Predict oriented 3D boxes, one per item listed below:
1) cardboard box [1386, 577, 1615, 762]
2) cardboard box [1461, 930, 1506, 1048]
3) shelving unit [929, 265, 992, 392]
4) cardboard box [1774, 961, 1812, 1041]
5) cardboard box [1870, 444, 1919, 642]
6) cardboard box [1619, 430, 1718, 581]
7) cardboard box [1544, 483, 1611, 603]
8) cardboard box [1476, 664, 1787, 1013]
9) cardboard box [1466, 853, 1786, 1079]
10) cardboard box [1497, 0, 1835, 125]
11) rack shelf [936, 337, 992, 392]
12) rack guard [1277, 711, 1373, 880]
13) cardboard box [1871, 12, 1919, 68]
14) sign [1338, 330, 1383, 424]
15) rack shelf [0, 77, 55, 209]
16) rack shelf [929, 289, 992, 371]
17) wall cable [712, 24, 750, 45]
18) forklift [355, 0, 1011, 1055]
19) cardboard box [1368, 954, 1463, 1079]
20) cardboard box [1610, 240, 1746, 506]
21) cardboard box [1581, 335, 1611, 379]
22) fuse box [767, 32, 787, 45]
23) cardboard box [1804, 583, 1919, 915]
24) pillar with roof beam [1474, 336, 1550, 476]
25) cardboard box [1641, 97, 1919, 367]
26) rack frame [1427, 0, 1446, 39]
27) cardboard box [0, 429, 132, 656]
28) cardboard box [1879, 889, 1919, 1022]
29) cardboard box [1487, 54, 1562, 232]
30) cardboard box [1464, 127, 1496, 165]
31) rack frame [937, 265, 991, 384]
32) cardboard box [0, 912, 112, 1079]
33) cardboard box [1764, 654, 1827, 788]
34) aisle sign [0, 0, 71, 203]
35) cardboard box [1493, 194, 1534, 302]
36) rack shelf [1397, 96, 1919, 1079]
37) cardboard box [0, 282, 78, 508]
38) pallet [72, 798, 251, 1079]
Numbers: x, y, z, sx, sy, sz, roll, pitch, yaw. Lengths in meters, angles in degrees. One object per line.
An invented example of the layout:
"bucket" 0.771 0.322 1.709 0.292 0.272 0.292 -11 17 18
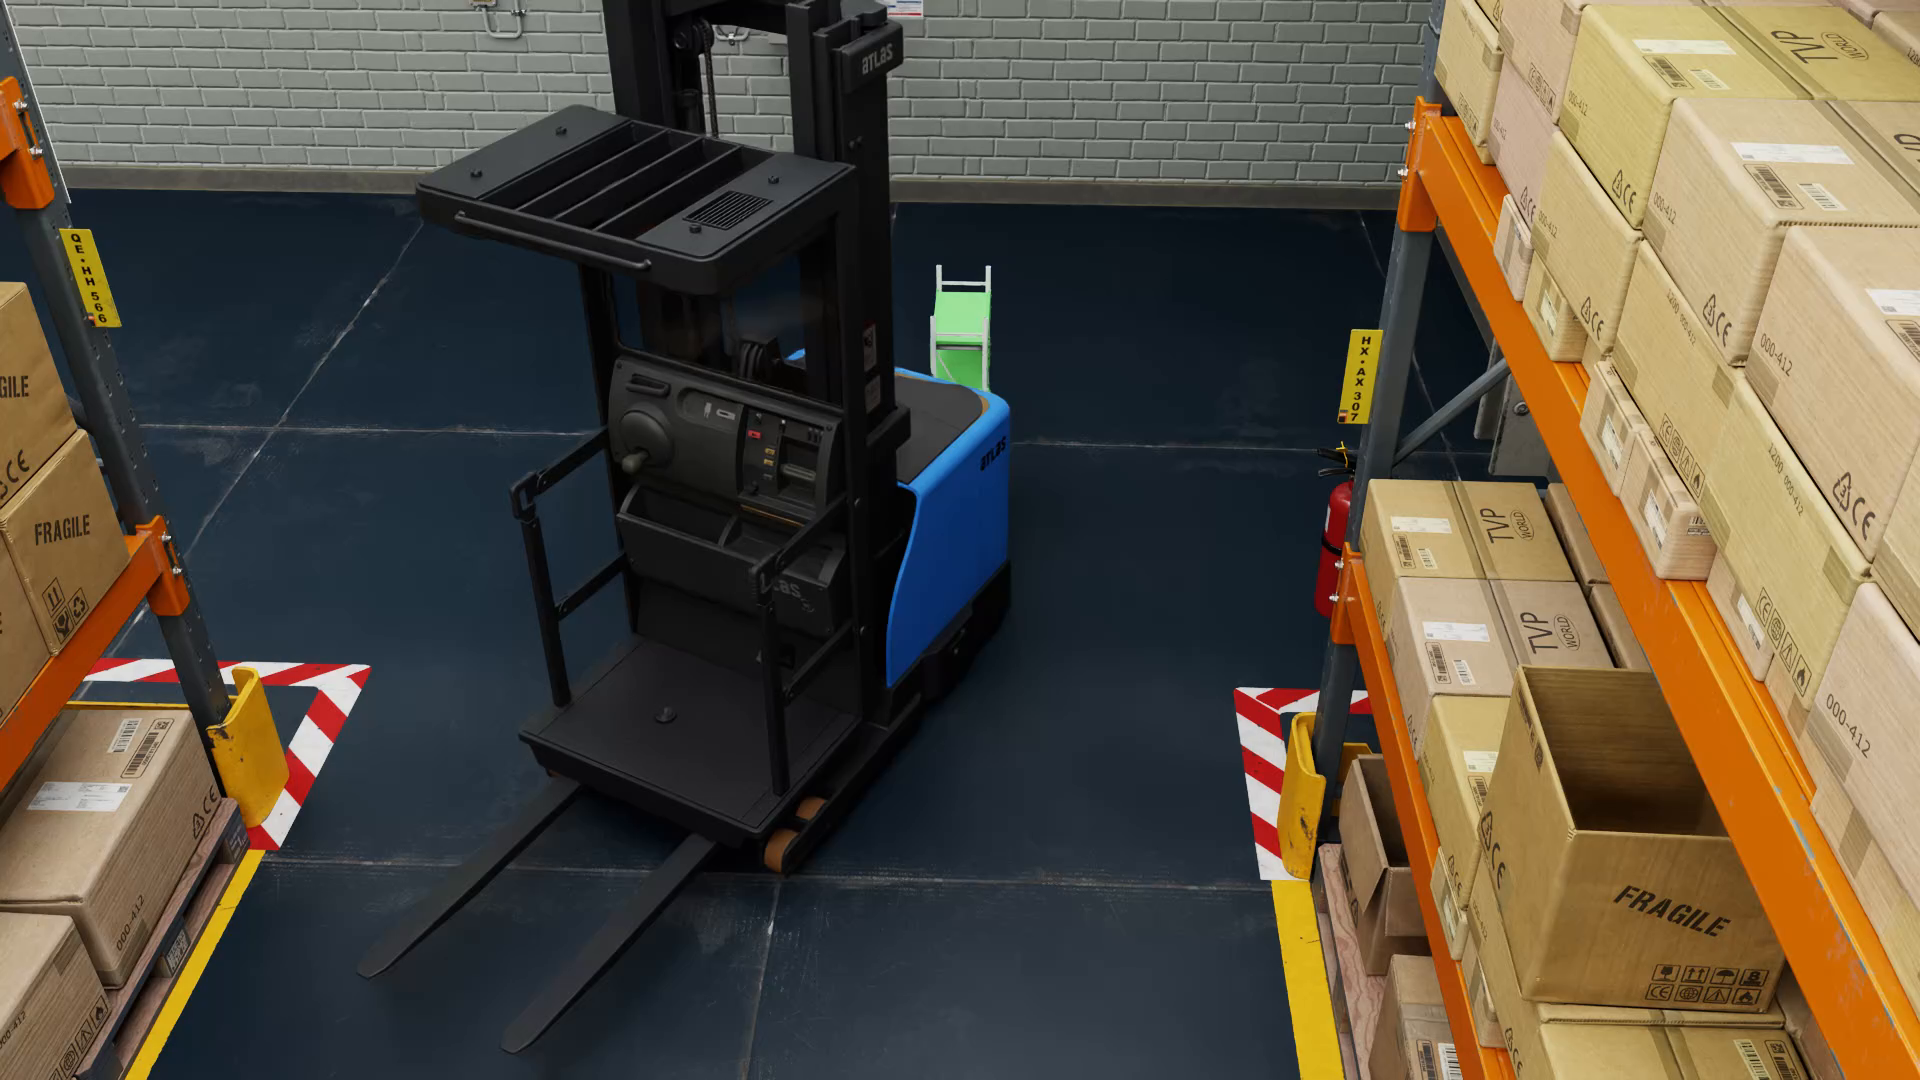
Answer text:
"cardboard box" 1.464 0.352 4.512 0.500 0.250 0.500 2 35 2
"cardboard box" 1.392 1.045 3.874 0.380 0.149 0.250 2 35 3
"shelving unit" 0.007 -0.586 7.540 0.258 1.200 0.503 1 35 2
"cardboard box" 1.950 0.960 3.648 0.500 0.250 0.500 1 35 2
"cardboard box" 1.402 0.087 1.845 0.500 0.250 0.500 1 35 1
"cardboard box" 1.362 -0.056 2.831 0.380 0.149 0.250 2 35 3
"cardboard box" 2.018 0.079 4.901 0.500 0.250 0.500 2 35 3
"cardboard box" 1.424 0.618 3.482 0.500 0.500 0.500 2 35 3
"cardboard box" 1.448 0.938 3.679 0.500 0.250 0.500 0 35 1
"cardboard box" 1.463 -1.083 3.510 0.500 0.250 0.500 1 35 2
"rack shelf" 0.007 -0.730 7.439 0.258 0.148 0.480 1 35 2
"rack guard" 1.768 0.935 5.985 1.175 0.500 0.348 1 35 2
"cardboard box" 2.001 -0.767 3.060 0.500 0.250 0.500 2 35 2
"sign" 1.229 -0.498 5.097 0.100 0.325 0.005 1 35 2
"rack shelf" -3.269 -0.028 3.198 1.077 0.370 4.000 1 35 2
"rack shelf" 0.007 -0.926 7.301 0.258 0.148 0.480 1 35 2
"wall cable" -1.568 -3.874 9.770 0.588 1.984 0.122 1 35 2
"forklift" -0.934 -0.289 5.613 1.130 2.935 3.031 18 39 23
"cardboard box" 1.579 1.559 4.732 0.700 0.500 0.500 3 35 4
"cardboard box" 1.450 -0.286 2.812 0.500 0.250 0.500 1 35 1
"cardboard box" 1.450 -0.345 3.242 0.380 0.149 0.250 1 35 1
"fuse box" -0.892 -2.825 10.281 0.539 1.711 0.414 1 35 2
"cardboard box" 1.390 0.297 1.981 0.500 0.250 0.500 0 35 0
"pillar with roof beam" -1.521 -4.214 5.919 9.100 9.000 0.400 1 35 2
"cardboard box" 1.446 -0.501 2.682 0.500 0.250 0.500 2 35 3
"rack frame" 1.771 -2.586 3.603 1.000 3.000 0.127 1 35 2
"cardboard box" -2.943 -0.002 5.057 0.500 0.500 0.500 2 35 2
"cardboard box" 1.362 0.534 1.991 0.380 0.149 0.250 2 35 3
"cardboard box" 1.481 -0.878 3.654 0.500 0.250 0.500 2 35 3
"cardboard box" 1.526 -1.078 4.285 0.380 0.149 0.250 2 35 3
"rack frame" 0.016 -0.726 7.740 0.240 1.200 0.015 1 35 2
"cardboard box" -3.143 1.540 4.813 0.875 0.438 0.875 2 35 3
"cardboard box" 1.417 0.240 2.409 0.380 0.149 0.250 2 35 3
"aisle sign" -2.876 -1.342 4.790 0.394 0.787 0.004 1 35 2
"cardboard box" 1.402 -0.639 3.661 0.380 0.149 0.250 2 35 3
"rack shelf" 1.691 0.085 3.038 1.077 0.370 4.000 1 35 2
"cardboard box" -2.970 -0.412 4.770 0.500 0.500 0.500 2 35 3
"pallet" -3.142 1.358 5.634 1.003 0.211 1.213 1 35 2
